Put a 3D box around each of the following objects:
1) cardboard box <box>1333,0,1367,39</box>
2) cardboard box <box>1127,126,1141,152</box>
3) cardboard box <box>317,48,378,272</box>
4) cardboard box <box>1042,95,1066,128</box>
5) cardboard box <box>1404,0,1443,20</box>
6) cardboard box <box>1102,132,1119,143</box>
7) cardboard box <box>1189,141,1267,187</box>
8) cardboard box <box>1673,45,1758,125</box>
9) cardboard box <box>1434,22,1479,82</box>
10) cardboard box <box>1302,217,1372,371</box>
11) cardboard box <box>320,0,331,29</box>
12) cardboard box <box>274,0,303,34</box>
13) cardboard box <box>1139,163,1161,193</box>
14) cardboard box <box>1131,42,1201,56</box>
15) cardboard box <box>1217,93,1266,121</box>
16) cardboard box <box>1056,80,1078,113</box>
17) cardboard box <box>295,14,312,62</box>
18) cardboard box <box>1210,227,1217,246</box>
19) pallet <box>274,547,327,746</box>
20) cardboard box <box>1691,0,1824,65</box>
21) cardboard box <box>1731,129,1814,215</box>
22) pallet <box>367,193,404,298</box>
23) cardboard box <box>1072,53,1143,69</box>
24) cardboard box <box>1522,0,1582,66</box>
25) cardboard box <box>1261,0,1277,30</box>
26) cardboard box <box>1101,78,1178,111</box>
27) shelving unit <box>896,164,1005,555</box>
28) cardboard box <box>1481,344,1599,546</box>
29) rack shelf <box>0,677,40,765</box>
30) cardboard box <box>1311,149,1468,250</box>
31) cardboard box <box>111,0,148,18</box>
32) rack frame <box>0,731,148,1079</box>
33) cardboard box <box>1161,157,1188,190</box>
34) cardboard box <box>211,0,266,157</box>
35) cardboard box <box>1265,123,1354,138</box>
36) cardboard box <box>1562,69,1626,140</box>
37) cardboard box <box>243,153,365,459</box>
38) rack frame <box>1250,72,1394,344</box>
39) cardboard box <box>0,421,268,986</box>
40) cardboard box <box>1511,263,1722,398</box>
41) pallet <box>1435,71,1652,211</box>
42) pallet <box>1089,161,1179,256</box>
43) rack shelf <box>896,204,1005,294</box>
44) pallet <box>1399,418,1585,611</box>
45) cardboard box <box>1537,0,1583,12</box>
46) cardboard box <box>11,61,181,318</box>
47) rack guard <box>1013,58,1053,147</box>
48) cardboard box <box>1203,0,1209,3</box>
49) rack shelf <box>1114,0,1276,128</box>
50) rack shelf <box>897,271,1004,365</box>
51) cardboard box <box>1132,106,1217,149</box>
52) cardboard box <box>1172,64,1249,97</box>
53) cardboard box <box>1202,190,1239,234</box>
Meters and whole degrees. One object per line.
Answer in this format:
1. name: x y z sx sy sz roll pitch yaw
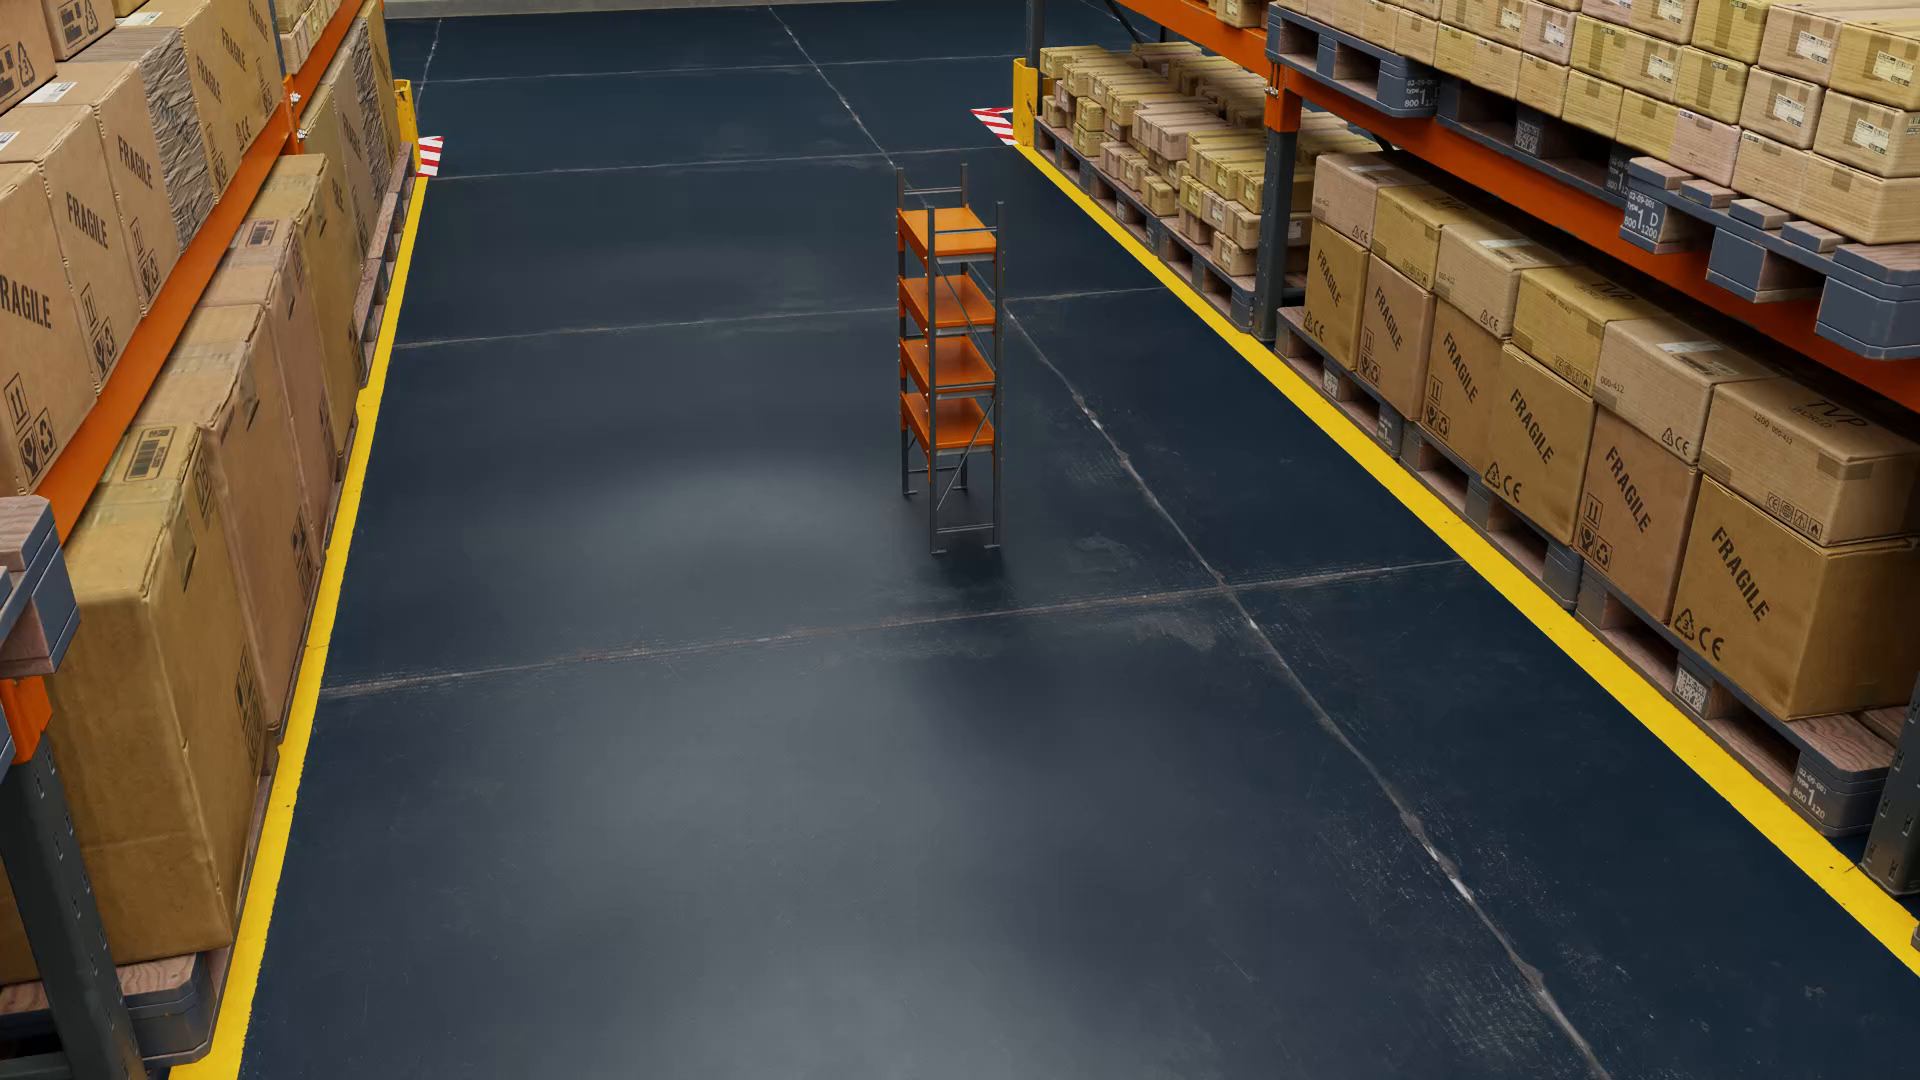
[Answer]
1. cardboard box: 1.591 -1.927 6.051 0.380 0.149 0.250 -6 27 -11
2. cardboard box: 1.151 -2.280 9.306 0.380 0.149 0.250 -5 27 -9
3. cardboard box: -3.299 -1.775 7.829 0.875 0.875 0.875 -6 27 -12
4. cardboard box: 0.735 -2.710 10.489 0.380 0.149 0.250 -5 27 -11
5. cardboard box: 1.712 -1.831 5.532 0.380 0.149 0.250 -5 27 -10
6. cardboard box: 1.037 -2.270 9.616 0.380 0.149 0.250 -6 27 -11
7. cardboard box: 1.337 -1.829 8.082 0.380 0.149 0.250 -6 27 -12
8. cardboard box: 2.053 -1.157 4.196 0.380 0.149 0.250 -5 27 -10
9. cardboard box: 1.770 -1.585 5.374 0.380 0.149 0.250 -6 27 -13
10. cardboard box: 1.738 -1.022 6.755 0.500 0.500 0.500 -5 27 -10
11. cardboard box: -3.006 -2.353 7.361 0.380 0.149 0.250 -6 27 -12
12. cardboard box: -2.876 -2.141 6.500 0.500 0.250 0.500 -6 27 -13
13. cardboard box: 1.183 -1.930 8.943 0.380 0.149 0.250 -5 27 -11
14. cardboard box: 1.295 -3.032 10.465 0.380 0.149 0.250 -6 27 -11
15. cardboard box: 1.627 -2.343 9.101 0.380 0.149 0.250 -6 27 -11
16. cardboard box: 0.803 -2.724 10.185 0.380 0.149 0.250 -6 27 -12
17. cardboard box: -2.827 -2.010 6.681 0.380 0.149 0.250 -7 28 -13
18. cardboard box: 1.433 -1.477 8.045 0.380 0.149 0.250 -5 27 -10
19. pallet: -2.499 0.270 4.981 1.003 0.211 1.213 -6 27 -12
20. cardboard box: 2.061 -1.281 4.112 0.380 0.149 0.250 -5 27 -10
21. cardboard box: 2.118 -0.900 4.018 0.380 0.149 0.250 -6 27 -12
22. pallet: -3.399 -1.476 8.441 1.003 0.211 1.213 -6 27 -12
23. cardboard box: 0.895 -2.865 10.135 0.380 0.149 0.250 -5 27 -11
24. cardboard box: 1.884 -1.491 4.857 0.380 0.149 0.250 -5 27 -10
25. cardboard box: 1.538 -2.292 7.240 0.380 0.149 0.250 -6 27 -12
26. cardboard box: 1.017 -2.518 9.448 0.380 0.149 0.250 -5 27 -10
27. shelving unit: -0.037 -0.608 5.624 0.258 1.200 0.503 -6 27 -12
28. cardboard box: 2.080 -0.339 5.400 0.500 0.500 0.500 -7 28 -14
29. rack shelf: -1.673 1.112 1.016 1.077 0.370 4.000 -6 27 -12
30. cardboard box: 1.739 -1.357 6.586 0.500 0.250 0.500 -7 28 -14
31. cardboard box: -2.730 -1.753 4.670 0.797 0.503 0.637 -6 27 -11
32. rack frame: -2.120 -0.087 2.594 0.949 2.616 0.053 -6 27 -12
33. cardboard box: 1.261 -1.919 8.591 0.380 0.149 0.250 -5 27 -10
34. cardboard box: -2.549 -1.492 5.266 0.500 0.500 0.500 -5 27 -10
35. cardboard box: 1.764 -2.000 8.421 0.380 0.149 0.250 -7 28 -13
36. cardboard box: 1.945 -1.241 4.693 0.380 0.149 0.250 -7 28 -14
37. cardboard box: -2.861 -0.803 5.904 1.225 0.875 0.875 -6 27 -11
38. rack frame: 1.830 -2.302 6.982 1.000 3.000 0.127 -6 27 -12
39. cardboard box: -2.259 0.369 3.582 1.225 0.875 0.875 -7 28 -14
40. cardboard box: 2.098 -0.671 5.227 0.500 0.250 0.500 -5 27 -10
41. pallet: 2.245 -1.325 5.260 1.003 0.211 1.213 -6 27 -12
42. pallet: 1.366 -1.885 9.251 1.003 0.211 1.213 -6 27 -12
43. rack shelf: -0.037 -0.959 5.447 0.258 0.148 0.480 -6 27 -12
44. pallet: 2.285 -0.179 5.870 1.003 0.211 1.213 -6 27 -12
45. cardboard box: 1.885 -1.623 4.790 0.380 0.149 0.250 -5 27 -9
46. cardboard box: -2.205 -0.823 3.941 0.500 0.500 0.500 -6 27 -13
47. rack guard: 0.946 -2.909 10.958 1.175 0.500 0.348 -6 27 -12
48. cardboard box: 1.380 -2.637 7.925 0.380 0.149 0.250 -7 28 -13
49. rack shelf: 1.379 -2.859 8.884 1.077 0.370 4.000 -6 27 -12
50. rack shelf: -0.037 -0.748 5.553 0.258 0.148 0.480 -6 27 -12
51. cardboard box: 1.131 -2.177 8.772 0.380 0.149 0.250 -7 28 -13
52. cardboard box: 1.474 -2.695 9.798 0.380 0.149 0.250 -7 28 -14
53. cardboard box: 1.376 -1.573 7.906 0.380 0.149 0.250 -7 28 -14
